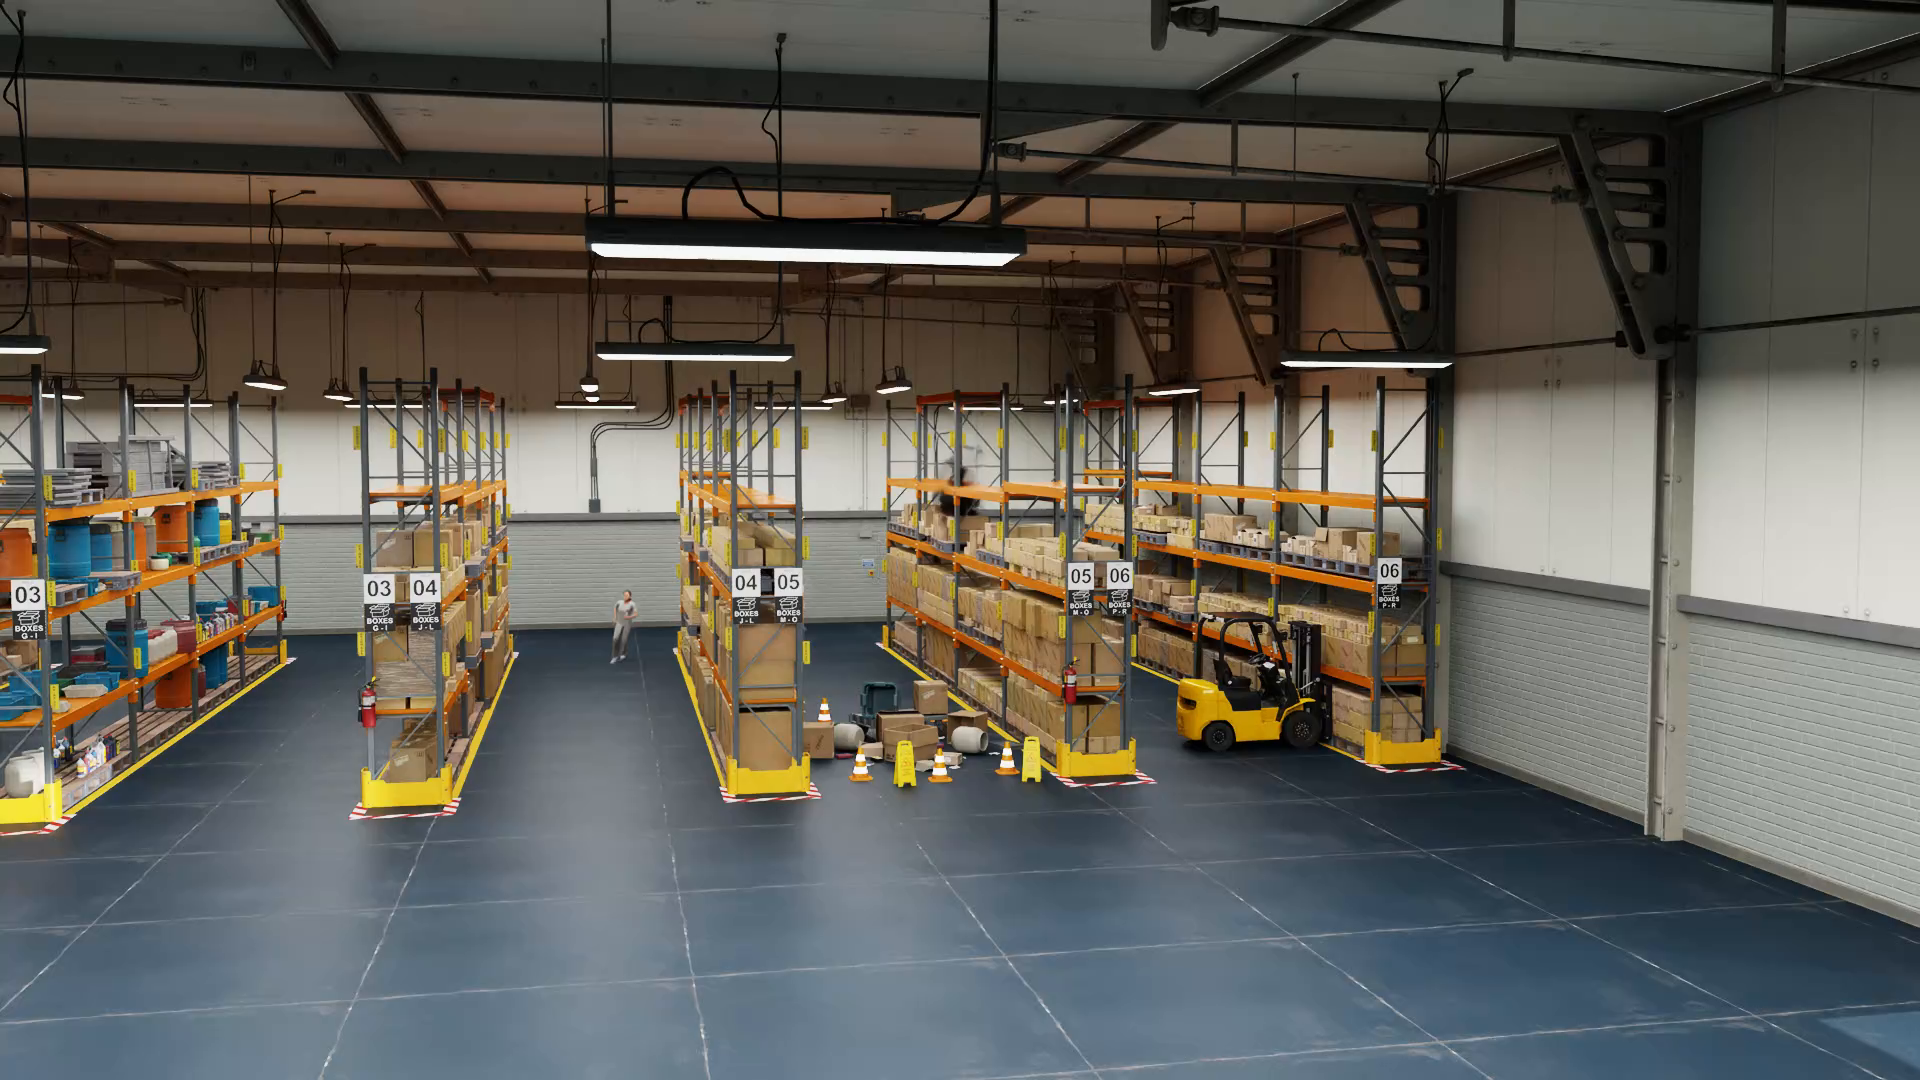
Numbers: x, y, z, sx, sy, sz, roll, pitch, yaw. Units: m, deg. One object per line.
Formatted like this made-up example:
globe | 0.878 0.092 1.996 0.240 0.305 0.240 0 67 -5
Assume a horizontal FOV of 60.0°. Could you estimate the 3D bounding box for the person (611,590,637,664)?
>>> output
person | -7.571 1.953 37.677 0.569 1.685 0.744 0 3 0
